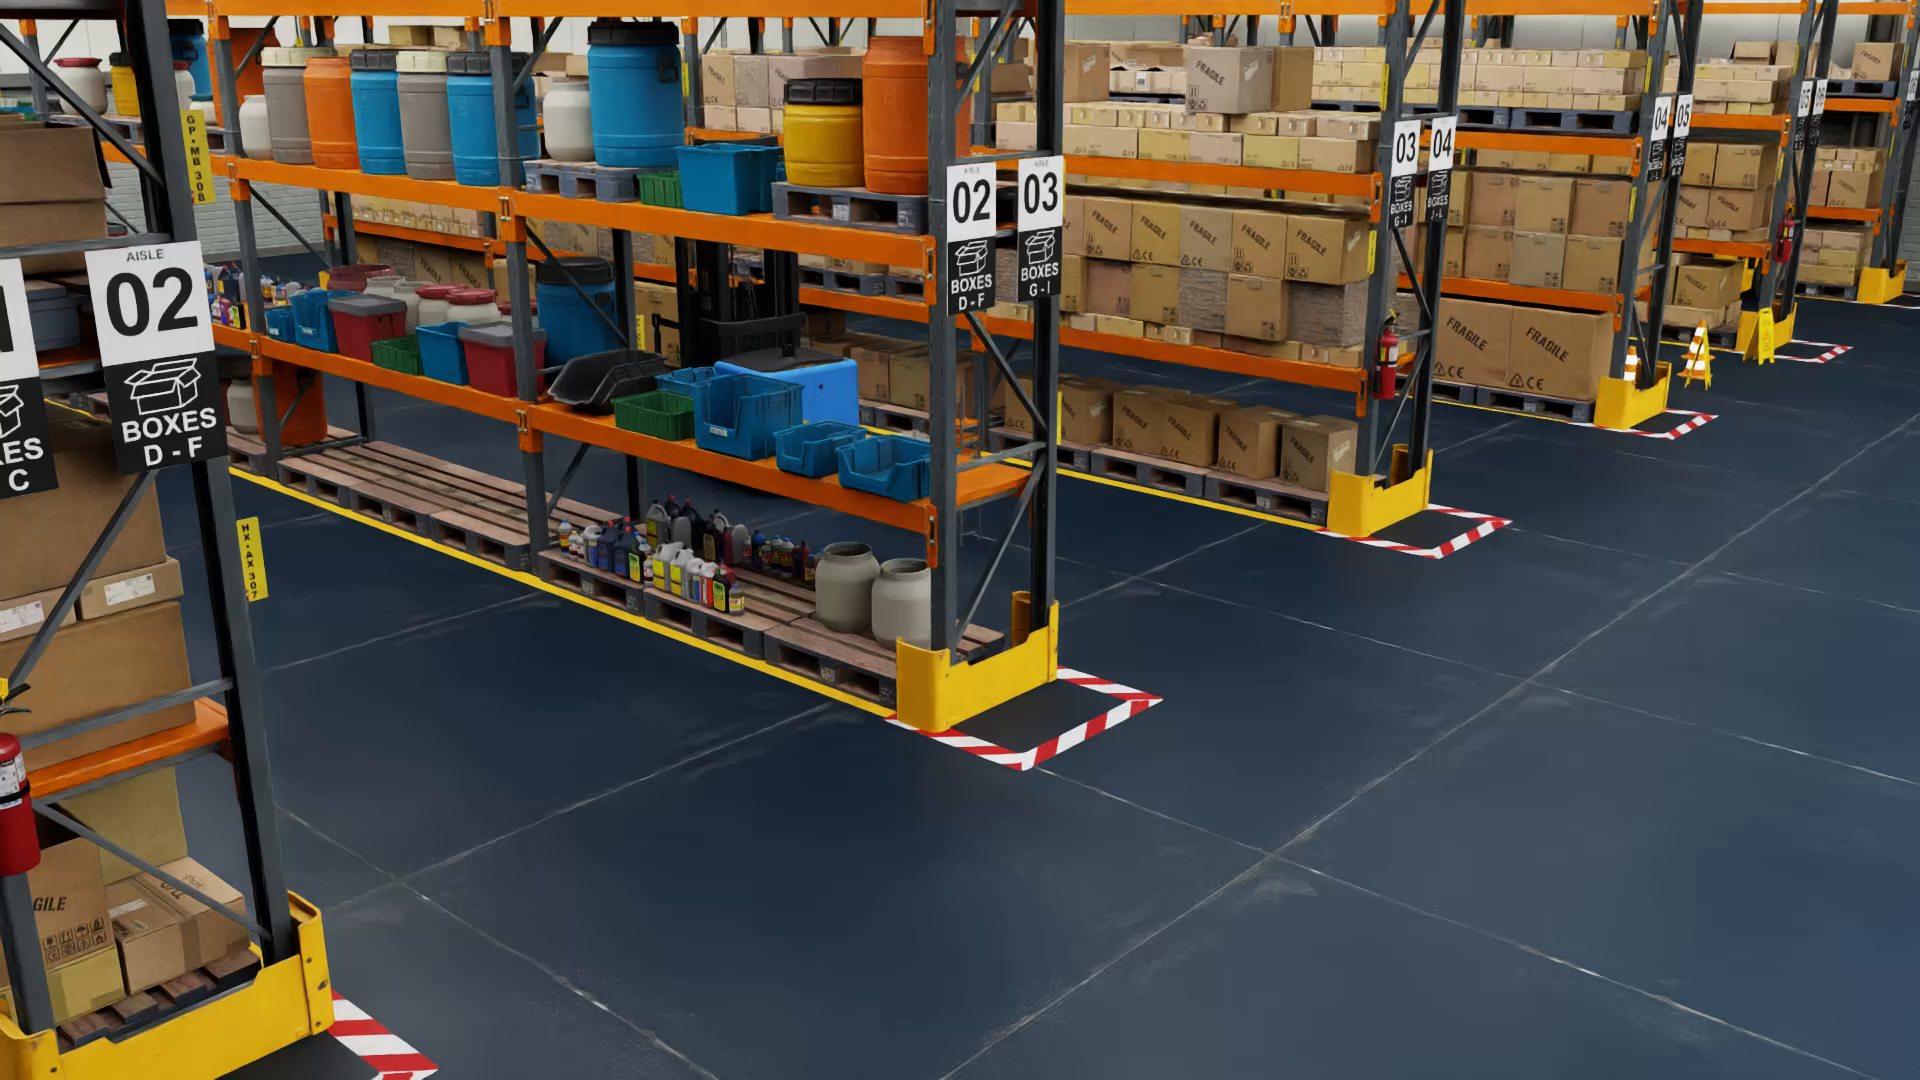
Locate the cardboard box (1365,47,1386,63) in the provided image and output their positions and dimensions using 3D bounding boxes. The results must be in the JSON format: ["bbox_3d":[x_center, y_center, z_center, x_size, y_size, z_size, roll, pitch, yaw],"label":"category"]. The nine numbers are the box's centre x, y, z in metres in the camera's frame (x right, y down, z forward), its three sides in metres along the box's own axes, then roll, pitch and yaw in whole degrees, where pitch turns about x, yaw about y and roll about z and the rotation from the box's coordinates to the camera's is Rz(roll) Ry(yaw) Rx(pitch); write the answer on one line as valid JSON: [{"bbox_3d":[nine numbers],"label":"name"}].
[{"bbox_3d":[4.487,-5.130,17.596,0.250,0.149,0.380,15,23,38],"label":"cardboard box"}]

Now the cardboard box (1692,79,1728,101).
[{"bbox_3d":[9.143,-5.478,20.212,0.500,0.250,0.500,15,23,39],"label":"cardboard box"}]

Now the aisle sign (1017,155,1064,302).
[{"bbox_3d":[0.454,-1.760,9.402,0.004,0.787,0.394,15,23,39],"label":"aisle sign"}]

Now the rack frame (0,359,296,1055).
[{"bbox_3d":[-3.085,0.651,6.103,0.127,3.000,1.000,15,23,39],"label":"rack frame"}]

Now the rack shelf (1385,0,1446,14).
[{"bbox_3d":[1.998,-4.506,13.630,4.000,0.370,1.077,15,23,39],"label":"rack shelf"}]

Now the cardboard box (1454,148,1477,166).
[{"bbox_3d":[6.920,-5.184,23.136,0.500,0.500,0.500,16,23,41],"label":"cardboard box"}]

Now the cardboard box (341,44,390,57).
[{"bbox_3d":[-7.708,-6.295,22.005,0.500,0.500,0.700,14,22,37],"label":"cardboard box"}]

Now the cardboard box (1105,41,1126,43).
[{"bbox_3d":[3.092,-9.354,31.598,0.500,0.250,0.500,16,23,40],"label":"cardboard box"}]

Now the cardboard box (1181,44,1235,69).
[{"bbox_3d":[3.706,-7.159,24.887,0.637,0.503,0.797,13,22,36],"label":"cardboard box"}]

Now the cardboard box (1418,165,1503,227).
[{"bbox_3d":[5.326,-3.671,17.687,0.500,0.550,0.875,15,23,39],"label":"cardboard box"}]

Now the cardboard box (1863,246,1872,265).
[{"bbox_3d":[13.150,-4.225,24.491,0.500,0.250,0.500,16,23,40],"label":"cardboard box"}]

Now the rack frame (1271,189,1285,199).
[{"bbox_3d":[3.870,-3.495,19.165,0.127,3.000,1.000,15,23,39],"label":"rack frame"}]

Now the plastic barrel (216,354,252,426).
[{"bbox_3d":[-6.999,-1.448,16.006,0.708,0.588,0.600,15,23,39],"label":"plastic barrel"}]

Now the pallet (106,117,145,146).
[{"bbox_3d":[-7.268,-3.856,15.657,1.213,0.211,1.003,15,23,39],"label":"pallet"}]

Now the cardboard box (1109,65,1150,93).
[{"bbox_3d":[2.032,-5.534,19.921,0.500,0.311,0.500,15,23,38],"label":"cardboard box"}]

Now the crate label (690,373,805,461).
[{"bbox_3d":[-1.350,-0.795,10.598,0.616,0.435,0.502,15,23,39],"label":"crate label"}]

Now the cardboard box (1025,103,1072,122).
[{"bbox_3d":[0.785,-3.768,14.657,0.250,0.149,0.380,14,22,37],"label":"cardboard box"}]

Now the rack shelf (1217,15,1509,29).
[{"bbox_3d":[5.584,-7.363,23.285,4.000,0.370,1.077,15,23,39],"label":"rack shelf"}]

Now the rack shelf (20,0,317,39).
[{"bbox_3d":[-7.273,-4.803,15.220,4.000,0.370,1.077,15,23,39],"label":"rack shelf"}]

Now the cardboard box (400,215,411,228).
[{"bbox_3d":[-7.078,-4.176,21.727,0.250,0.149,0.380,16,23,40],"label":"cardboard box"}]

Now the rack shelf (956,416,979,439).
[{"bbox_3d":[0.011,-0.870,12.826,0.180,0.103,0.258,15,23,39],"label":"rack shelf"}]

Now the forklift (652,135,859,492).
[{"bbox_3d":[-2.209,-2.191,15.171,1.130,2.935,3.031,-14,23,-38],"label":"forklift"}]

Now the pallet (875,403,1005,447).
[{"bbox_3d":[-0.081,-1.220,16.607,1.213,0.211,1.003,15,23,39],"label":"pallet"}]

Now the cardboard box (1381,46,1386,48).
[{"bbox_3d":[4.731,-5.330,18.227,0.250,0.149,0.380,15,23,39],"label":"cardboard box"}]

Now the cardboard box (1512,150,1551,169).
[{"bbox_3d":[7.633,-5.056,21.775,0.500,0.500,0.700,15,23,40],"label":"cardboard box"}]

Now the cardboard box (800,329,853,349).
[{"bbox_3d":[-1.552,-1.976,17.784,0.500,0.500,0.700,13,22,35],"label":"cardboard box"}]

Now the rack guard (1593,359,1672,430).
[{"bbox_3d":[6.880,-1.496,16.998,0.348,0.500,1.175,15,23,39],"label":"rack guard"}]

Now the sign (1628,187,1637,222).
[{"bbox_3d":[6.491,-3.237,16.046,0.005,0.325,0.100,15,23,39],"label":"sign"}]

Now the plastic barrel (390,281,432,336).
[{"bbox_3d":[-4.551,-1.886,13.911,0.421,0.512,0.421,0,18,0],"label":"plastic barrel"}]

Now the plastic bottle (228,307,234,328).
[{"bbox_3d":[-6.437,-1.993,14.761,0.097,0.201,0.097,0,18,0],"label":"plastic bottle"}]

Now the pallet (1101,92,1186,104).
[{"bbox_3d":[2.233,-5.297,20.196,1.213,0.211,1.003,16,24,42],"label":"pallet"}]

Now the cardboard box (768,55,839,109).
[{"bbox_3d":[-1.551,-4.557,16.562,0.500,0.500,0.500,14,22,38],"label":"cardboard box"}]

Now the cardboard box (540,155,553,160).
[{"bbox_3d":[-4.998,-4.399,20.190,0.637,0.503,0.797,14,23,38],"label":"cardboard box"}]

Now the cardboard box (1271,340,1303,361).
[{"bbox_3d":[2.736,-1.570,13.514,0.250,0.149,0.380,15,23,39],"label":"cardboard box"}]

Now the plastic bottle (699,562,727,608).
[{"bbox_3d":[-1.629,0.293,11.006,0.135,0.276,0.152,15,23,40],"label":"plastic bottle"}]

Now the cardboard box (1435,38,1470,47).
[{"bbox_3d":[8.204,-8.008,27.402,0.500,0.500,0.700,14,23,38],"label":"cardboard box"}]

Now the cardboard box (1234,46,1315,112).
[{"bbox_3d":[2.563,-3.807,13.705,0.500,0.500,0.500,15,23,39],"label":"cardboard box"}]

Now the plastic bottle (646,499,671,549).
[{"bbox_3d":[-2.208,-0.123,12.192,0.185,0.351,0.144,15,23,39],"label":"plastic bottle"}]

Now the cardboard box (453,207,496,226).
[{"bbox_3d":[-5.986,-4.099,20.825,0.500,0.250,0.500,14,23,38],"label":"cardboard box"}]

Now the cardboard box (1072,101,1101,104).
[{"bbox_3d":[1.076,-3.867,14.968,0.250,0.149,0.380,15,23,40],"label":"cardboard box"}]

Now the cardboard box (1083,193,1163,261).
[{"bbox_3d":[1.418,-2.711,14.384,0.500,0.500,0.500,15,23,39],"label":"cardboard box"}]

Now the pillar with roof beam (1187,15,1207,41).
[{"bbox_3d":[1.608,-9.594,28.467,0.400,9.000,9.100,15,23,39],"label":"pillar with roof beam"}]

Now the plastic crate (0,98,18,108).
[{"bbox_3d":[-10.308,-4.540,17.696,0.530,0.282,0.437,15,23,39],"label":"plastic crate"}]

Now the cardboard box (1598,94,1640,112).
[{"bbox_3d":[6.388,-4.240,16.109,0.250,0.149,0.380,15,23,39],"label":"cardboard box"}]

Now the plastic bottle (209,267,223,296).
[{"bbox_3d":[-7.335,-2.565,16.442,0.135,0.276,0.152,15,23,39],"label":"plastic bottle"}]

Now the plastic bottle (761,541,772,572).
[{"bbox_3d":[-1.348,0.111,11.701,0.097,0.201,0.097,0,18,0],"label":"plastic bottle"}]

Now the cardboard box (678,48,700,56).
[{"bbox_3d":[-4.103,-7.297,24.949,0.250,0.149,0.380,16,24,41],"label":"cardboard box"}]

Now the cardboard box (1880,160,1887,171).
[{"bbox_3d":[13.282,-5.439,24.055,0.250,0.149,0.380,14,23,38],"label":"cardboard box"}]

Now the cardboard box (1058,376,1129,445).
[{"bbox_3d":[1.208,-1.199,15.369,0.500,0.500,0.500,-10,20,-28],"label":"cardboard box"}]

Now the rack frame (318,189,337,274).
[{"bbox_3d":[-8.473,-4.803,23.285,0.127,3.000,1.000,15,23,39],"label":"rack frame"}]

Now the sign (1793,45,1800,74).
[{"bbox_3d":[9.688,-5.562,19.257,0.005,0.325,0.100,15,23,39],"label":"sign"}]

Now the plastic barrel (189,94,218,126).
[{"bbox_3d":[-6.677,-3.822,14.771,0.301,0.262,0.301,0,18,0],"label":"plastic barrel"}]

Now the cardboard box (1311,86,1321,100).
[{"bbox_3d":[3.916,-4.903,18.198,0.250,0.149,0.380,15,23,38],"label":"cardboard box"}]

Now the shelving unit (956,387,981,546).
[{"bbox_3d":[0.011,-0.569,12.921,0.189,1.200,0.258,15,23,39],"label":"shelving unit"}]
